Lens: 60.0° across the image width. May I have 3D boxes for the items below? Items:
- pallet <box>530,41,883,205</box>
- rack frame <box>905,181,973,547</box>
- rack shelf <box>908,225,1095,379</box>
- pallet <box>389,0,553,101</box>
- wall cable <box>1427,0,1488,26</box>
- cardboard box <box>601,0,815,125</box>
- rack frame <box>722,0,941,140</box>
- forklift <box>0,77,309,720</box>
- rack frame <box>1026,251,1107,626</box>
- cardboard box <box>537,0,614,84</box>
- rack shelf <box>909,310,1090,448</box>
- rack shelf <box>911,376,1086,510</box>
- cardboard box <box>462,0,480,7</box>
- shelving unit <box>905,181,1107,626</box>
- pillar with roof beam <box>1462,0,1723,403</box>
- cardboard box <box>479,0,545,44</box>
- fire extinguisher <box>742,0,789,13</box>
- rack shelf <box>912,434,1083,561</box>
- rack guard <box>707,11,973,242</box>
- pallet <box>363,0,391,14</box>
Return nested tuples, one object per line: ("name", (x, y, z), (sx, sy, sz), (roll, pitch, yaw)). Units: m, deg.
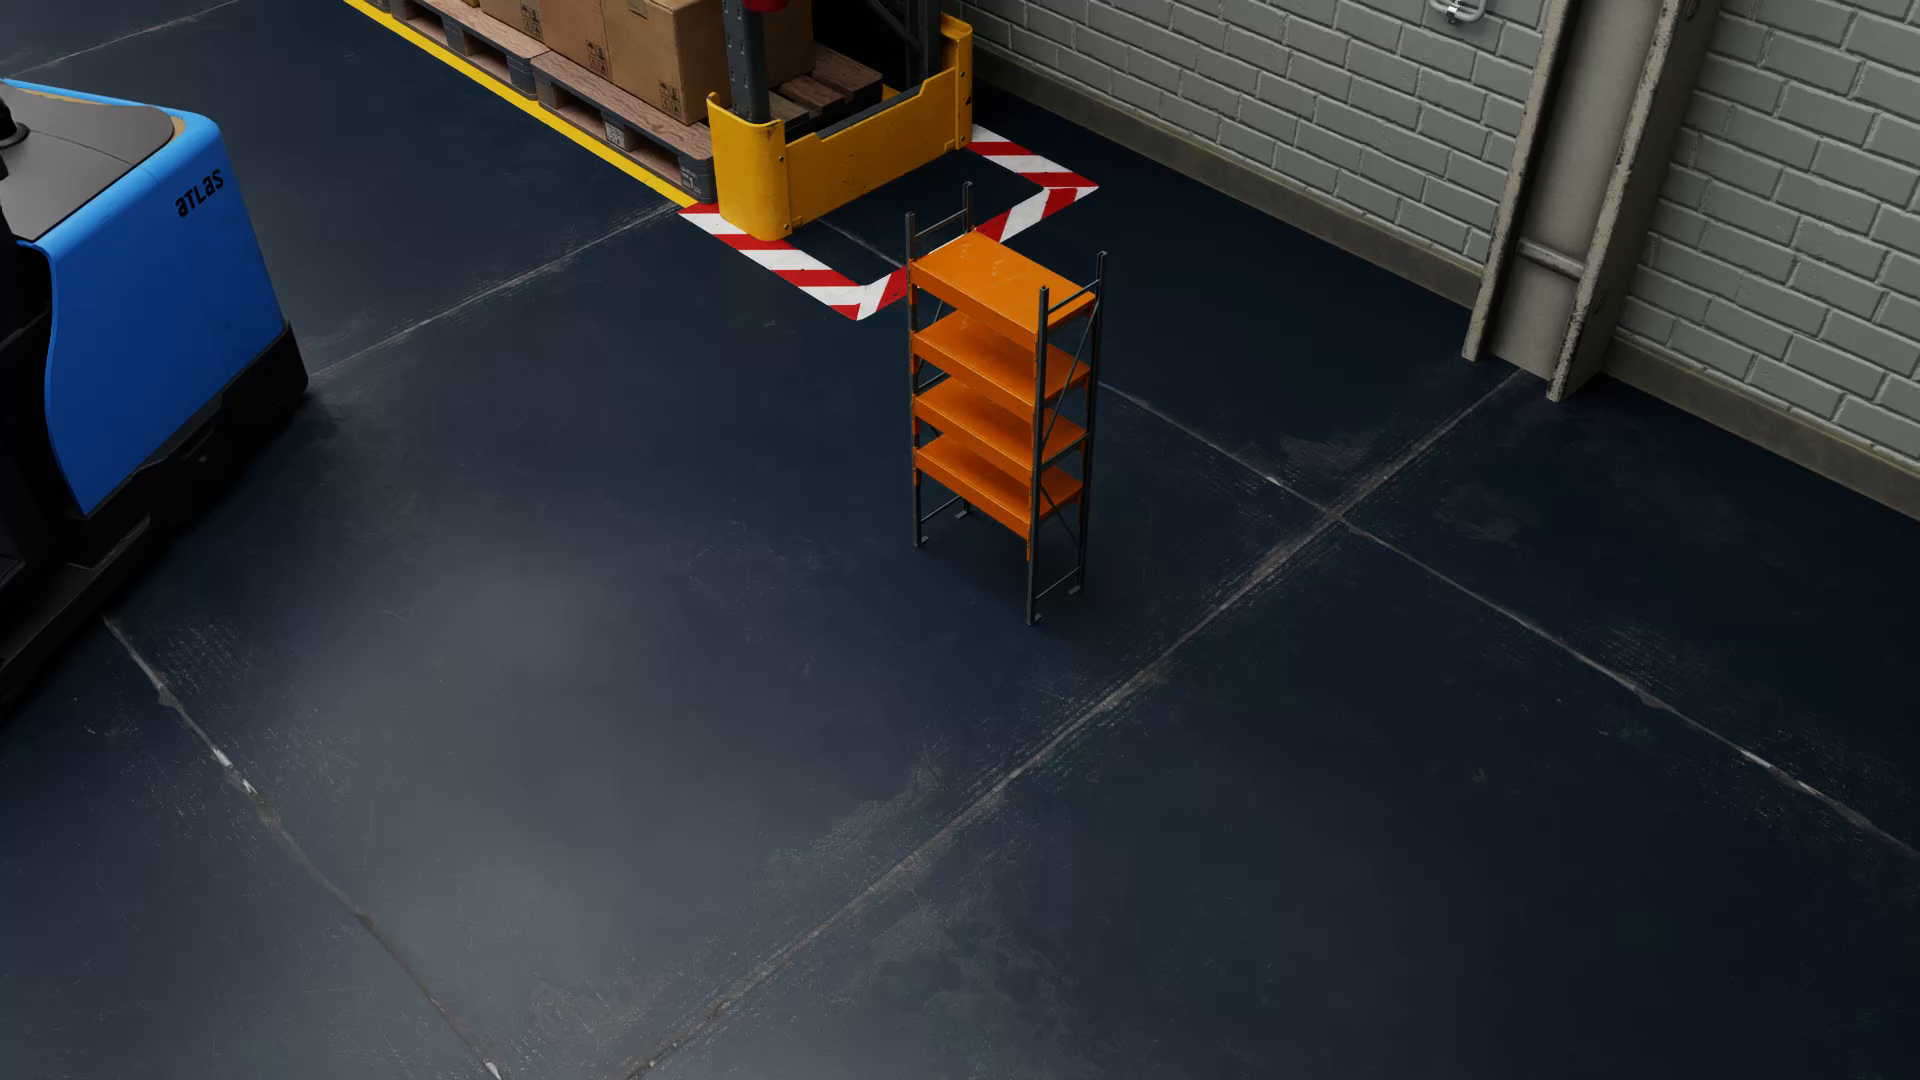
("pallet", (-1.094, -1.949, 7.203), (1.003, 0.211, 1.213), (-34, 53, -31))
("rack frame", (-0.055, -0.478, 4.884), (0.240, 1.200, 0.015), (-34, 53, -31))
("rack shelf", (0.117, -0.650, 4.490), (0.258, 0.148, 0.480), (-34, 53, -31))
("pallet", (-1.951, -2.535, 7.838), (1.003, 0.211, 1.213), (-34, 53, -31))
("wall cable", (1.100, -2.837, 5.362), (0.084, 1.984, 1.851), (-34, 53, -31))
("cardboard box", (-1.039, -2.151, 6.900), (0.700, 0.500, 0.500), (-34, 53, -31))
("rack frame", (-0.474, -2.626, 5.882), (1.000, 3.000, 0.127), (-34, 53, -31))
("forklift", (-3.189, -0.735, 3.886), (1.130, 2.935, 3.031), (13, 44, 13))
("rack frame", (0.289, -0.244, 4.630), (0.240, 1.200, 0.015), (-34, 53, -31))
("cardboard box", (-1.392, -2.391, 7.160), (0.500, 0.500, 0.700), (34, 53, 31))
("rack shelf", (0.117, -0.476, 4.651), (0.258, 0.148, 0.480), (-34, 53, -31))
("rack shelf", (0.117, -0.312, 4.802), (0.258, 0.148, 0.480), (-34, 53, -31))
("cardboard box", (-2.130, -2.885, 7.694), (0.700, 0.500, 0.500), (-33, 52, -30))
("shelving unit", (0.117, -0.361, 4.757), (0.258, 1.200, 0.503), (-34, 53, -31))
("pillar with roof beam", (-1.003, -1.883, 0.657), (9.100, 9.000, 0.400), (-34, 53, -31))
("cardboard box", (-1.748, -2.632, 7.421), (0.500, 0.500, 0.700), (32, 52, 30))
("fire extinguisher", (-0.694, -2.167, 5.717), (0.296, 0.674, 0.183), (-34, 53, -31))
("rack shelf", (0.117, -0.166, 4.937), (0.258, 0.148, 0.480), (-34, 53, -31))
("rack guard", (-0.457, -1.696, 6.718), (1.175, 0.500, 0.348), (-34, 53, -31))
("pallet", (-2.817, -3.121, 8.472), (1.003, 0.211, 1.213), (-34, 53, -31))
